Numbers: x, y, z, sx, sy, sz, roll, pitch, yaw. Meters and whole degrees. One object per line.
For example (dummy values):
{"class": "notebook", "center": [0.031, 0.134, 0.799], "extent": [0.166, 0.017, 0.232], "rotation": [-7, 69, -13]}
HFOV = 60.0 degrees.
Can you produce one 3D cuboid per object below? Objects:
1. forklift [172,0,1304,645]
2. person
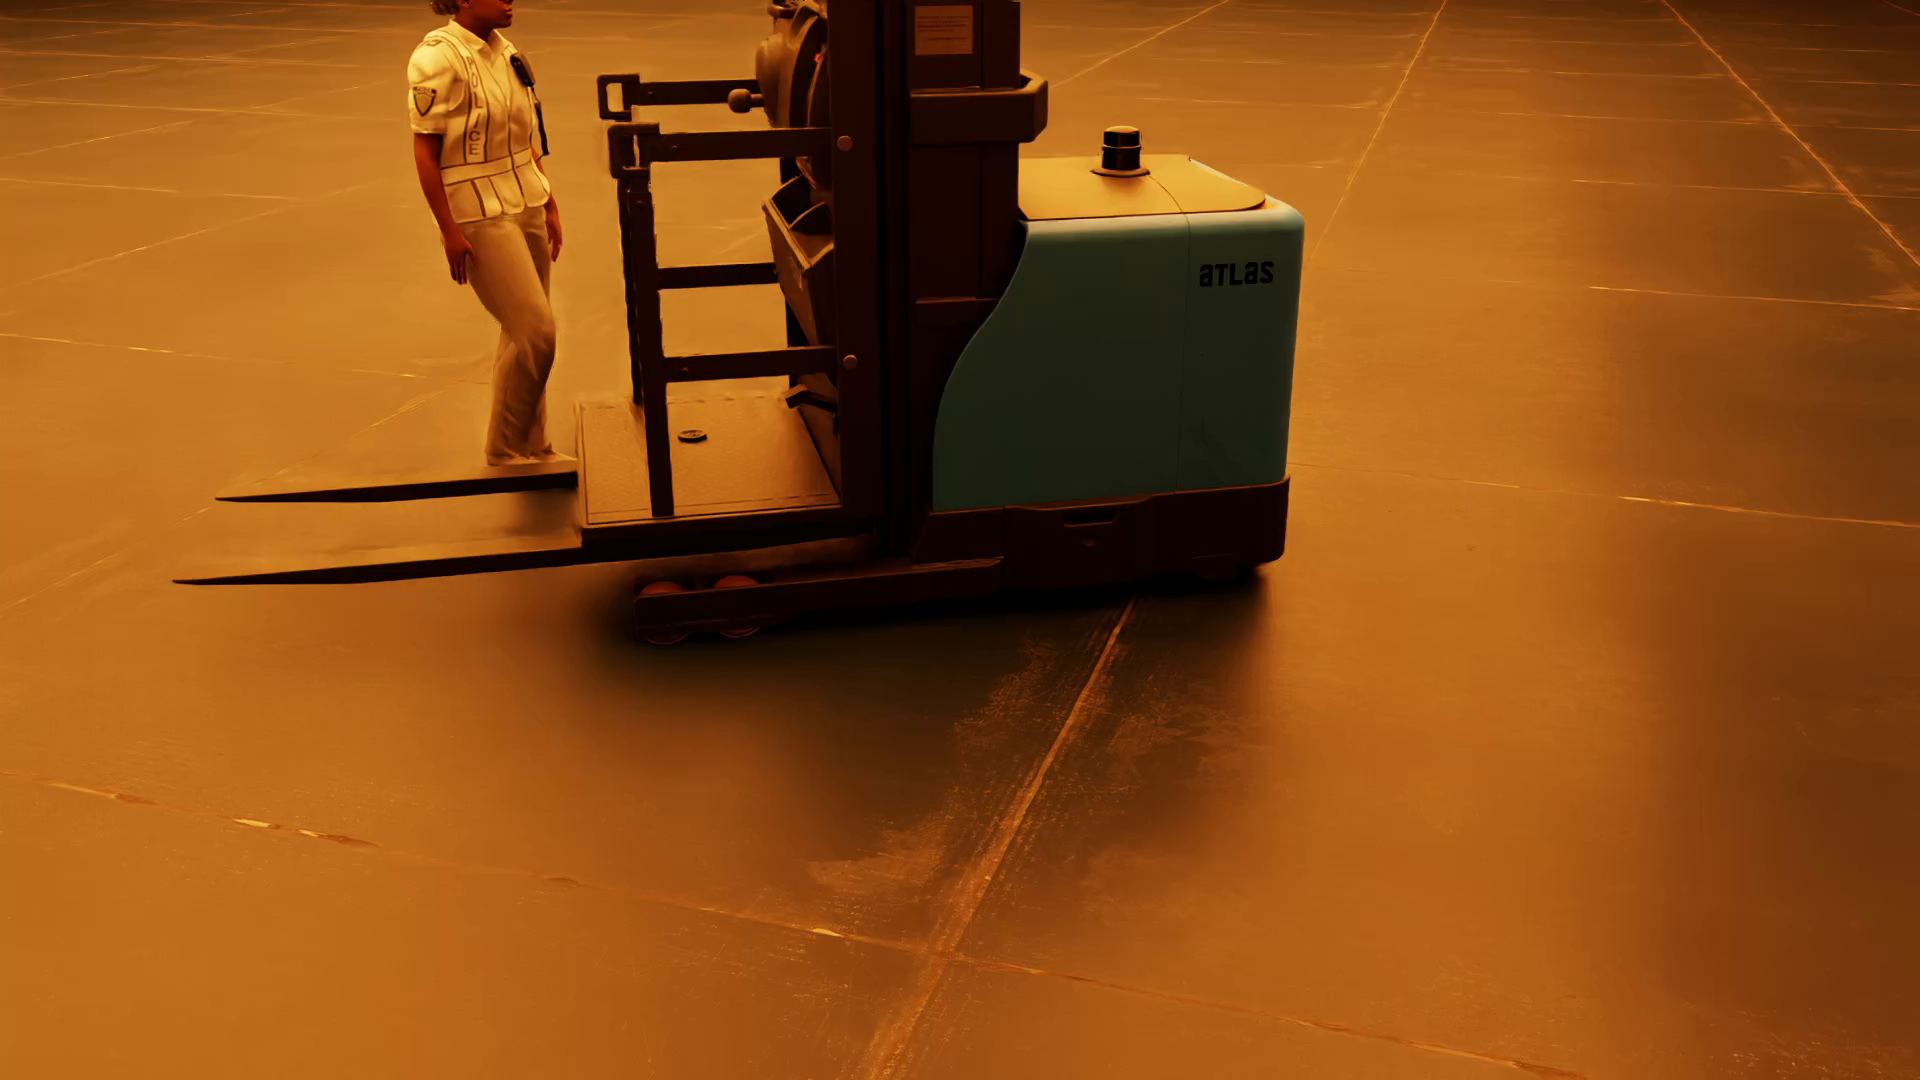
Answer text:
{"class": "forklift", "center": [-0.628, -1.295, 4.417], "extent": [3.031, 2.935, 1.130], "rotation": [-5, 23, -12]}
{"class": "person", "center": [-1.401, -0.979, 5.194], "extent": [0.496, 1.696, 0.566], "rotation": [8, 24, 20]}
